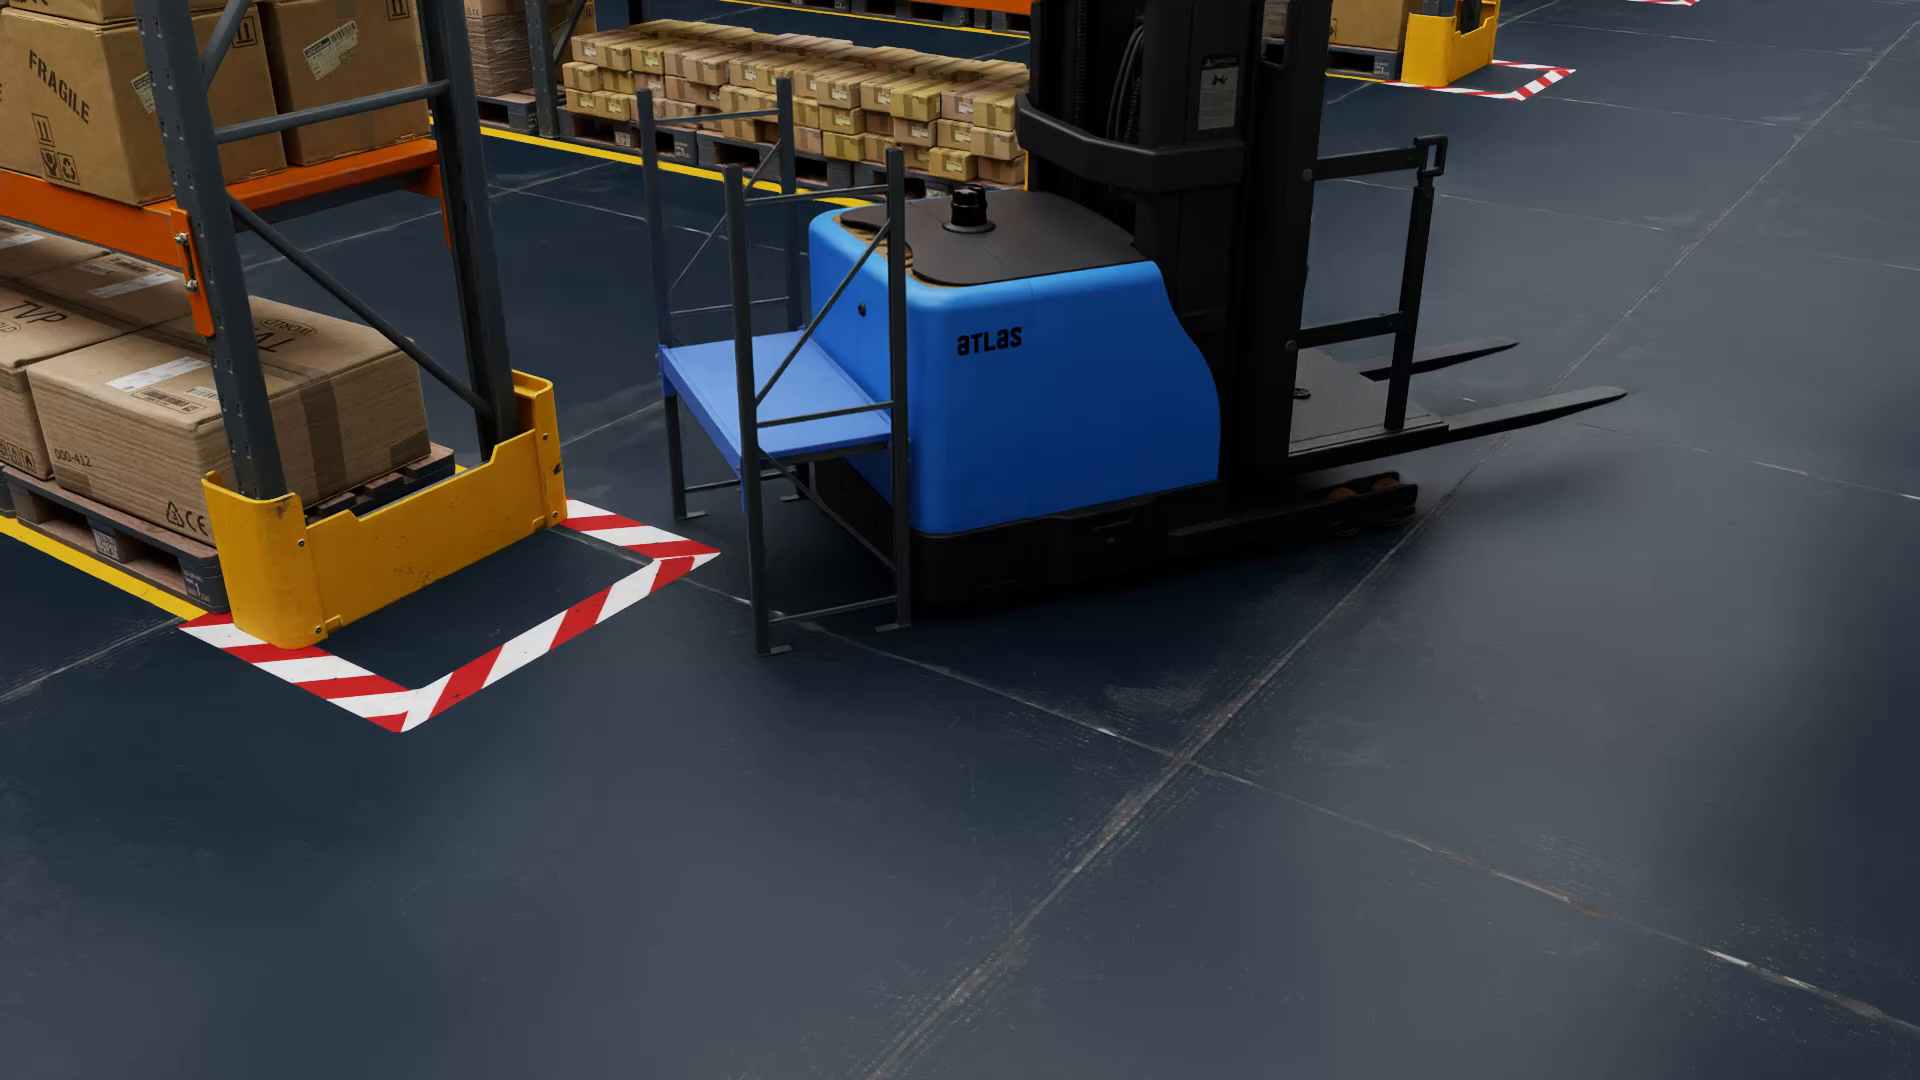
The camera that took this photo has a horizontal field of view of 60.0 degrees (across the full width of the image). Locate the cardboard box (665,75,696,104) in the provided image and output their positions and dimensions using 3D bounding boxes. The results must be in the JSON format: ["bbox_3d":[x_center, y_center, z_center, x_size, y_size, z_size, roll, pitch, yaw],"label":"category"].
[{"bbox_3d":[-1.620,-2.846,10.388,0.250,0.149,0.380,16,31,28],"label":"cardboard box"}]

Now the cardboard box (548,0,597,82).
[{"bbox_3d":[-2.898,-3.523,11.658,0.500,0.500,0.500,19,32,32],"label":"cardboard box"}]

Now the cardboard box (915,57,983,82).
[{"bbox_3d":[-0.063,-2.748,9.867,0.250,0.149,0.380,16,31,28],"label":"cardboard box"}]

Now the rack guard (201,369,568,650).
[{"bbox_3d":[-1.841,-0.137,5.468,0.348,0.500,1.175,17,32,30],"label":"rack guard"}]

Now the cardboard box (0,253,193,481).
[{"bbox_3d":[-3.221,-0.666,6.114,0.875,0.438,0.875,18,32,32],"label":"cardboard box"}]

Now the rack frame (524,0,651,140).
[{"bbox_3d":[-2.439,-4.161,10.619,0.127,3.000,1.000,17,32,30],"label":"rack frame"}]

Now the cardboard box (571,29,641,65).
[{"bbox_3d":[-2.272,-3.177,10.709,0.250,0.149,0.380,19,32,32],"label":"cardboard box"}]

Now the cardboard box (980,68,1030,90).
[{"bbox_3d":[0.323,-2.603,9.582,0.250,0.149,0.380,18,32,31],"label":"cardboard box"}]

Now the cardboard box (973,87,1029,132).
[{"bbox_3d":[0.278,-2.357,9.098,0.250,0.149,0.380,18,32,31],"label":"cardboard box"}]

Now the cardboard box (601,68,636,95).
[{"bbox_3d":[-2.062,-2.966,10.623,0.250,0.149,0.380,18,32,31],"label":"cardboard box"}]

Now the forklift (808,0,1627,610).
[{"bbox_3d":[1.043,-1.523,5.511,3.031,2.935,1.130,-12,29,-22],"label":"forklift"}]

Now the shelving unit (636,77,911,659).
[{"bbox_3d":[-0.585,-0.571,5.219,0.538,1.500,1.048,-11,29,-20],"label":"shelving unit"}]

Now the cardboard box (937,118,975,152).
[{"bbox_3d":[0.077,-2.299,9.312,0.250,0.149,0.380,16,31,29],"label":"cardboard box"}]

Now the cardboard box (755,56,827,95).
[{"bbox_3d":[-0.999,-2.766,9.902,0.250,0.149,0.380,17,32,31],"label":"cardboard box"}]

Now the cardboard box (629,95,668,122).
[{"bbox_3d":[-1.867,-2.751,10.529,0.250,0.149,0.380,17,32,30],"label":"cardboard box"}]

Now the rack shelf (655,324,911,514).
[{"bbox_3d":[-0.585,-0.411,5.300,0.538,0.185,1.000,-11,29,-20],"label":"rack shelf"}]

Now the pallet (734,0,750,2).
[{"bbox_3d":[-2.237,-5.543,16.409,1.213,0.211,1.003,17,32,30],"label":"pallet"}]

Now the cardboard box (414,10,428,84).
[{"bbox_3d":[-3.614,-3.462,11.538,0.500,0.500,0.500,16,31,29],"label":"cardboard box"}]

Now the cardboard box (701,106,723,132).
[{"bbox_3d":[-1.388,-2.649,10.327,0.250,0.149,0.380,16,31,28],"label":"cardboard box"}]

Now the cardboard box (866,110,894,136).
[{"bbox_3d":[-0.331,-2.452,9.613,0.250,0.149,0.380,17,31,30],"label":"cardboard box"}]

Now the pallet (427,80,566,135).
[{"bbox_3d":[-3.082,-3.117,11.643,1.213,0.211,1.003,17,32,30],"label":"pallet"}]

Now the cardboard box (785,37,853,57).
[{"bbox_3d":[-0.882,-3.041,10.443,0.250,0.149,0.380,16,31,29],"label":"cardboard box"}]

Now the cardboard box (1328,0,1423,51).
[{"bbox_3d":[3.177,-4.337,12.844,0.875,0.875,0.875,17,32,30],"label":"cardboard box"}]

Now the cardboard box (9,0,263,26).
[{"bbox_3d":[-2.393,-1.782,4.732,0.500,0.500,0.500,18,32,32],"label":"cardboard box"}]

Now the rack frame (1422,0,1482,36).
[{"bbox_3d":[3.750,-4.962,12.193,0.127,3.000,1.000,17,32,30],"label":"rack frame"}]

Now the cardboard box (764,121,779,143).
[{"bbox_3d":[-0.969,-2.507,10.049,0.250,0.149,0.380,18,32,32],"label":"cardboard box"}]

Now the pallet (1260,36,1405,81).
[{"bbox_3d":[3.046,-3.895,13.172,1.213,0.211,1.003,17,32,30],"label":"pallet"}]

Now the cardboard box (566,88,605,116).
[{"bbox_3d":[-2.321,-2.864,10.750,0.250,0.149,0.380,16,31,28],"label":"cardboard box"}]

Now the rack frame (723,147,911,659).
[{"bbox_3d":[-0.390,-0.358,4.801,0.500,1.500,0.032,-11,29,-20],"label":"rack frame"}]

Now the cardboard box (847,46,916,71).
[{"bbox_3d":[-0.477,-2.908,10.180,0.250,0.149,0.380,18,32,31],"label":"cardboard box"}]

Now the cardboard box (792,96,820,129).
[{"bbox_3d":[-0.803,-2.545,9.797,0.250,0.149,0.380,19,33,33],"label":"cardboard box"}]

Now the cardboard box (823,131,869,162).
[{"bbox_3d":[-0.589,-2.336,9.714,0.250,0.149,0.380,16,31,28],"label":"cardboard box"}]

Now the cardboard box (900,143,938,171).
[{"bbox_3d":[-0.132,-2.236,9.516,0.250,0.149,0.380,17,32,30],"label":"cardboard box"}]

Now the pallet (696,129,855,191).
[{"bbox_3d":[-0.856,-2.446,10.323,1.213,0.211,1.003,17,32,30],"label":"pallet"}]

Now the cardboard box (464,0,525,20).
[{"bbox_3d":[-3.196,-3.665,11.110,0.500,0.250,0.500,16,31,29],"label":"cardboard box"}]

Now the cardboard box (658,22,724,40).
[{"bbox_3d":[-1.765,-3.298,10.947,0.250,0.149,0.380,18,32,31],"label":"cardboard box"}]

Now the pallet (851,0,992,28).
[{"bbox_3d":[-0.226,-4.916,15.178,1.213,0.211,1.003,17,32,30],"label":"pallet"}]

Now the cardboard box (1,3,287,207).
[{"bbox_3d":[-2.409,-1.327,4.939,0.500,0.500,0.500,18,32,31],"label":"cardboard box"}]

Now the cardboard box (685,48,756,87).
[{"bbox_3d":[-1.451,-2.883,10.132,0.250,0.149,0.380,18,32,31],"label":"cardboard box"}]

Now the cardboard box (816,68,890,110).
[{"bbox_3d":[-0.612,-2.600,9.576,0.250,0.149,0.380,19,32,32],"label":"cardboard box"}]

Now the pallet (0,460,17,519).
[{"bbox_3d":[-3.566,-0.504,6.508,1.213,0.211,1.003,17,32,30],"label":"pallet"}]

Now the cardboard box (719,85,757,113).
[{"bbox_3d":[-1.234,-2.678,10.058,0.250,0.149,0.380,17,32,30],"label":"cardboard box"}]

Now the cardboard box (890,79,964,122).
[{"bbox_3d":[-0.182,-2.462,9.304,0.250,0.149,0.380,17,31,29],"label":"cardboard box"}]

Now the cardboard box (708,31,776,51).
[{"bbox_3d":[-1.386,-3.141,10.638,0.250,0.149,0.380,18,32,32],"label":"cardboard box"}]

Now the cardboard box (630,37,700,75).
[{"bbox_3d":[-1.842,-3.037,10.435,0.250,0.149,0.380,17,31,30],"label":"cardboard box"}]

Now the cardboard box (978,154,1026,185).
[{"bbox_3d":[0.306,-2.107,9.264,0.250,0.149,0.380,18,32,31],"label":"cardboard box"}]

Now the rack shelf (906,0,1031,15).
[{"bbox_3d":[-0.790,-3.327,9.773,4.000,0.370,1.077,17,32,30],"label":"rack shelf"}]
